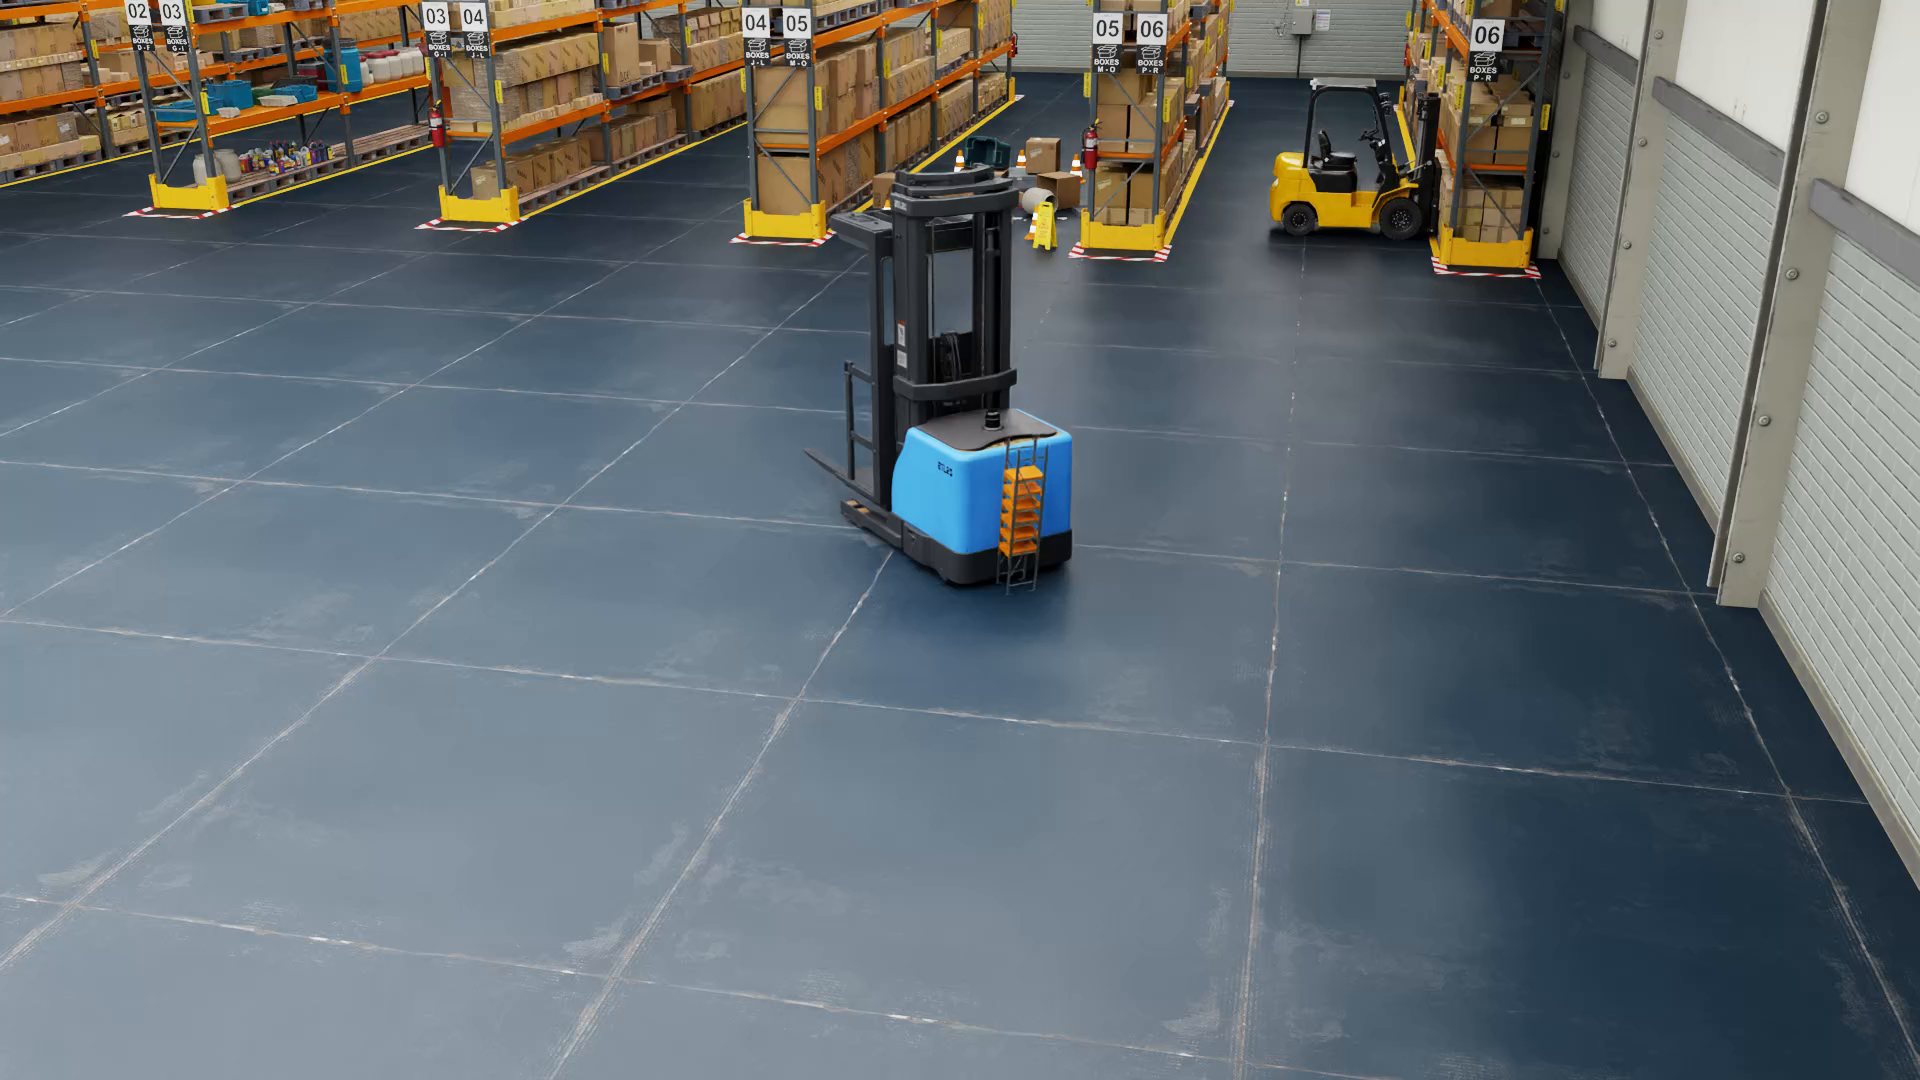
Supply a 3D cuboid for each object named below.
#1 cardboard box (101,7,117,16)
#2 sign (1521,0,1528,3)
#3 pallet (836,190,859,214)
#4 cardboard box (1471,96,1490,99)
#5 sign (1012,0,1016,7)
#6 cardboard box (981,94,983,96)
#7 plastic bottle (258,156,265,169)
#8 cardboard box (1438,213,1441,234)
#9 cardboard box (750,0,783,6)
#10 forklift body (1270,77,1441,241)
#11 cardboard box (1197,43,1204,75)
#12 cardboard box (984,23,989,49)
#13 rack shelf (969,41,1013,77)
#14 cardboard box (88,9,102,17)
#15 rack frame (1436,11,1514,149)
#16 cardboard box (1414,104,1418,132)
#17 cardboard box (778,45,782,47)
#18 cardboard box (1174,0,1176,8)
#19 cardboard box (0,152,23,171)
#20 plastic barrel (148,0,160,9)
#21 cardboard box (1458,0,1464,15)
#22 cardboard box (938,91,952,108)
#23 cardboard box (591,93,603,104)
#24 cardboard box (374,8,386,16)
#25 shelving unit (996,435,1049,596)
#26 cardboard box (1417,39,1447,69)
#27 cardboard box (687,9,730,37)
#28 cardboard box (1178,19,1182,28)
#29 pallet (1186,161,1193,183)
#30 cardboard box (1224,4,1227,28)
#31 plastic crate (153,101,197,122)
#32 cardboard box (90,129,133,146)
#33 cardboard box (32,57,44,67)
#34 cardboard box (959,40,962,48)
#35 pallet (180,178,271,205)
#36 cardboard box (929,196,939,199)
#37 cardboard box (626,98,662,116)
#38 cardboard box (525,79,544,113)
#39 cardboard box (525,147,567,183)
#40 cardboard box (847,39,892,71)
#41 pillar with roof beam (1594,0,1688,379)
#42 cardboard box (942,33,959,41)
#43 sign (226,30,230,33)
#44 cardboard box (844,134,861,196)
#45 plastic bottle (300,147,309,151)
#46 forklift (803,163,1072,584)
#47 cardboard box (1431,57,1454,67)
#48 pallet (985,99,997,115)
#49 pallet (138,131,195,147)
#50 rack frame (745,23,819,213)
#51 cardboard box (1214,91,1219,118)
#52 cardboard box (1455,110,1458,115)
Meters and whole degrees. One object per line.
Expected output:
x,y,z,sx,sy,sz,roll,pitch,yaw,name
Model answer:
-19.457,-11.998,37.567,0.500,0.250,0.500,5,22,12,cardboard box
8.522,-8.268,25.055,0.100,0.325,0.005,4,22,11,sign
-2.227,-5.346,26.346,1.003,0.211,1.213,4,22,11,pallet
7.075,-6.002,22.841,0.380,0.149,0.250,5,22,12,cardboard box
1.239,-12.382,38.110,0.100,0.325,0.005,4,22,11,sign
0.307,-9.694,36.263,0.380,0.149,0.250,3,22,8,cardboard box
-12.039,-6.509,28.657,0.097,0.201,0.097,0,22,0,plastic bottle
7.059,-4.476,23.570,0.500,0.250,0.500,4,22,11,cardboard box
-2.738,-7.798,23.792,0.500,0.250,0.500,5,22,12,cardboard box
5.763,-5.618,24.424,2.313,2.155,1.214,4,22,11,forklift body
4.019,-8.484,29.310,0.500,0.500,0.500,4,22,10,cardboard box
0.326,-10.813,35.655,0.500,0.500,0.500,4,22,11,cardboard box
0.292,-10.683,36.827,1.077,0.370,4.000,4,22,11,rack shelf
-19.561,-11.812,37.104,0.500,0.250,0.500,5,22,12,cardboard box
7.978,-6.642,25.831,1.000,3.000,0.127,4,22,11,rack frame
9.193,-8.248,32.602,0.500,0.500,0.500,4,22,10,cardboard box
-4.248,-11.237,37.576,0.380,0.149,0.250,4,22,9,cardboard box
2.845,-7.582,23.417,0.380,0.149,0.250,4,22,11,cardboard box
-16.569,-6.533,28.678,0.500,0.250,0.500,4,22,11,cardboard box
-12.274,-8.662,25.694,0.600,0.830,0.708,4,22,11,plastic barrel
7.378,-7.693,23.908,0.396,0.266,0.258,4,22,10,cardboard box
-0.451,-8.625,32.534,0.500,0.250,0.500,4,22,10,cardboard box
-6.339,-7.557,28.439,0.380,0.149,0.250,4,22,11,cardboard box
-13.962,-12.684,39.359,0.500,0.500,0.500,5,23,13,cardboard box
0.450,-0.171,12.151,0.258,1.200,0.189,-9,32,-22,shelving unit
9.027,-9.173,31.418,0.700,0.500,0.500,4,22,11,cardboard box
-5.225,-10.728,34.499,0.797,0.503,0.637,5,22,12,cardboard box
3.128,-7.780,24.977,0.380,0.149,0.250,5,22,12,cardboard box
3.522,-6.458,29.106,1.003,0.211,1.213,4,22,11,pallet
5.519,-11.350,36.047,0.500,0.500,0.500,4,22,11,cardboard box
-12.439,-6.826,26.487,0.499,0.251,0.616,4,22,11,plastic crate
-15.956,-7.579,31.276,0.500,0.250,0.500,4,22,10,cardboard box
-16.336,-8.391,29.170,0.380,0.149,0.250,4,22,11,cardboard box
-0.161,-10.054,33.678,0.380,0.149,0.250,4,22,9,cardboard box
-12.108,-5.724,27.283,1.003,0.211,1.213,4,22,11,pallet
-0.296,-5.322,26.213,0.396,0.266,0.258,8,23,20,cardboard box
-5.973,-8.188,31.422,0.500,0.250,0.500,7,23,17,cardboard box
-7.132,-7.067,26.353,0.875,0.500,0.500,4,22,11,cardboard box
-6.863,-6.224,27.575,0.500,0.500,0.500,2,22,6,cardboard box
-1.550,-8.240,28.326,0.700,0.500,0.500,4,22,10,cardboard box
2.748,-6.282,16.906,9.100,9.000,0.400,4,22,11,pillar with roof beam
-0.222,-10.100,33.393,0.380,0.149,0.250,4,22,9,cardboard box
-14.920,-10.490,33.835,0.100,0.325,0.005,4,22,11,sign
-2.125,-6.014,26.553,0.875,0.875,0.875,5,22,11,cardboard box
-11.471,-6.767,29.198,0.152,0.276,0.135,4,22,11,plastic bottle
-0.328,-1.537,13.246,1.130,2.935,3.031,-13,25,-28,forklift
8.441,-8.358,29.090,0.380,0.149,0.250,5,22,12,cardboard box
0.233,-9.688,37.125,1.003,0.211,1.213,4,22,11,pallet
-15.922,-7.958,32.830,1.003,0.211,1.213,4,22,11,pallet
-2.565,-5.897,23.980,1.000,3.000,0.127,4,22,11,rack frame
4.984,-9.173,34.982,0.875,0.438,0.875,4,22,10,cardboard box
7.164,-6.052,23.363,0.380,0.149,0.250,4,22,9,cardboard box
